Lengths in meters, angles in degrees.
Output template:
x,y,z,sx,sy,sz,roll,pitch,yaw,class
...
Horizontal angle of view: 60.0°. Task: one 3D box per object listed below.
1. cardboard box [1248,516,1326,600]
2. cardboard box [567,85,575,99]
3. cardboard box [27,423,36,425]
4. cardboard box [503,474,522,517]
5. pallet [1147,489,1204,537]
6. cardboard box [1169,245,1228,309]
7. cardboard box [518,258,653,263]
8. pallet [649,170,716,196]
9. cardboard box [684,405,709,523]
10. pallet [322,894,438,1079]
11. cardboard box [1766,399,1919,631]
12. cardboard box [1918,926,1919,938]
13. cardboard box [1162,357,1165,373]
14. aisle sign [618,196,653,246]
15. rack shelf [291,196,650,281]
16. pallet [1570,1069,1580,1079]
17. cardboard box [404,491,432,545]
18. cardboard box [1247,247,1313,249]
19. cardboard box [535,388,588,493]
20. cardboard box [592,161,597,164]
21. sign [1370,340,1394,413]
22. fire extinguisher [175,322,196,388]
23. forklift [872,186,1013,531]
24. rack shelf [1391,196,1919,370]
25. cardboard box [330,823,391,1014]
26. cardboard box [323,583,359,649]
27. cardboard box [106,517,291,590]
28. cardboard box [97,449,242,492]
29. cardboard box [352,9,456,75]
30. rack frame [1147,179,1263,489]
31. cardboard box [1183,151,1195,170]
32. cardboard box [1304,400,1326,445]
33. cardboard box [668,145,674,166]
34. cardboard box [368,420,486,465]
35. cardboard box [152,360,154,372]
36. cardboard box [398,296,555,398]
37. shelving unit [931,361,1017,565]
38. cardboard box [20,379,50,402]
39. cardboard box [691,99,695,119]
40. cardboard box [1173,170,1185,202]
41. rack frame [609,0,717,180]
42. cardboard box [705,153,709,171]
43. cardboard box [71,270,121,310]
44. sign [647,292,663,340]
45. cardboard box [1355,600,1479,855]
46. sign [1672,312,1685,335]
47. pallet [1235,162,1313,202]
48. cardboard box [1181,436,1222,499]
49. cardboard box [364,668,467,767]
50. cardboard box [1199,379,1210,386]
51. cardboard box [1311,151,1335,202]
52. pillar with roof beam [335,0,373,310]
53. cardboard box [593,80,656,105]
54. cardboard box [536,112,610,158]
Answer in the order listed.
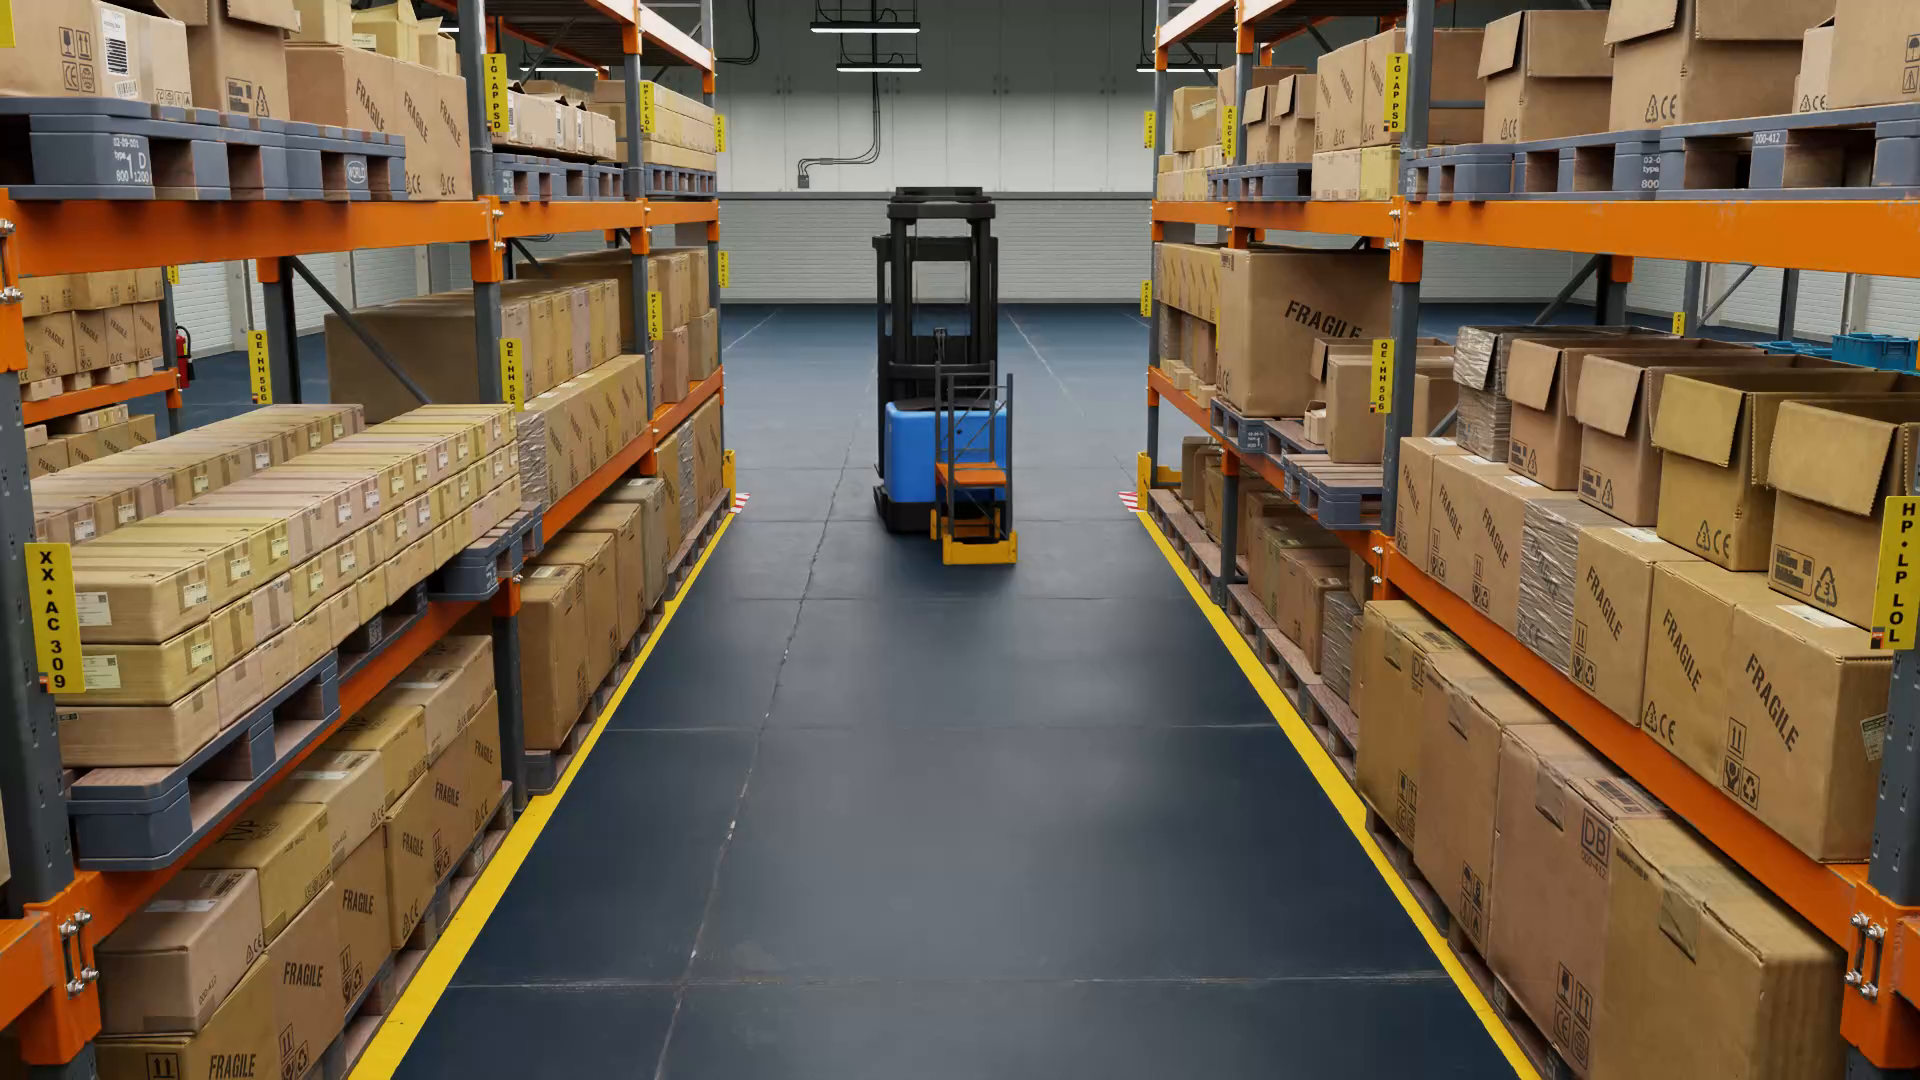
x,y,z,sx,sy,sz,roll,pitch,yaw,class
2.327,0.135,11.028,0.700,0.500,0.500,-1,12,-6,cardboard box
-2.961,-3.160,11.865,0.380,0.149,0.250,0,11,-1,cardboard box
-7.898,-0.706,13.969,0.500,0.500,0.500,-1,11,-3,cardboard box
-2.073,-0.187,7.013,0.380,0.149,0.250,0,11,0,cardboard box
2.236,-0.248,14.750,1.003,0.211,1.213,0,11,-1,pallet
2.007,-2.167,13.681,0.500,0.500,0.500,0,11,-1,cardboard box
-2.726,-1.781,12.200,0.875,0.550,0.550,0,11,-1,cardboard box
-2.682,-3.070,14.327,1.003,0.211,1.213,0,11,-1,pallet
-2.608,-0.646,13.987,0.875,0.875,0.875,0,11,-2,cardboard box
-2.506,1.563,5.823,1.003,0.211,1.213,0,11,-1,pallet
2.480,-0.073,4.102,0.797,0.503,0.637,-1,11,-3,cardboard box
2.175,0.777,3.315,0.380,0.149,0.250,0,11,-1,cardboard box
2.007,-1.561,14.840,0.380,0.149,0.250,0,11,-1,cardboard box
-3.009,-3.078,15.148,0.394,0.787,0.004,0,11,-1,aisle sign
-2.584,-1.716,9.237,1.077,0.370,4.000,0,11,-1,rack shelf
2.410,1.808,4.618,1.003,0.211,1.213,0,11,-1,pallet
-2.048,-0.076,5.719,0.380,0.149,0.250,0,11,0,cardboard box
2.538,-2.070,13.202,0.500,0.500,0.500,0,11,-1,cardboard box
-2.305,-0.541,8.932,0.500,0.500,0.500,0,11,-1,cardboard box
-2.980,-2.922,12.697,0.380,0.149,0.250,0,11,-2,cardboard box
1.876,-0.726,7.378,0.100,0.325,0.005,0,11,-1,sign
-7.196,-1.737,15.273,0.296,0.674,0.183,0,11,-1,fire extinguisher
-0.231,-1.756,15.341,1.130,2.935,3.031,-1,12,-6,forklift
2.460,-0.921,5.319,1.077,0.370,4.000,0,11,-1,rack shelf
-2.247,1.256,5.552,0.500,0.500,0.500,0,11,0,cardboard box
-2.031,0.226,4.975,0.380,0.149,0.250,-1,11,-4,cardboard box
-2.023,0.034,4.429,0.380,0.149,0.250,0,11,-1,cardboard box
-2.698,-0.221,5.684,0.380,0.149,0.250,0,11,1,cardboard box
-2.275,-2.016,6.729,0.396,0.266,0.258,0,11,-1,cardboard box
2.253,-1.791,15.344,1.000,3.000,0.127,0,11,-1,rack frame
2.020,-3.069,13.472,0.380,0.149,0.250,-1,11,-4,cardboard box
2.114,-0.671,9.106,0.396,0.266,0.258,-1,11,-3,cardboard box
-2.309,-2.822,12.206,0.380,0.149,0.250,0,11,-2,cardboard box
-2.066,-0.377,6.455,0.380,0.149,0.250,0,11,1,cardboard box
-7.433,-1.554,14.806,0.380,0.149,0.250,0,11,1,cardboard box
-2.567,-1.032,8.833,0.700,0.500,0.500,0,11,-2,cardboard box
0.101,-0.649,13.486,0.587,1.500,1.083,-1,12,-6,shelving unit
-7.275,-1.151,12.818,0.380,0.149,0.250,0,11,-1,cardboard box
-2.336,-3.465,13.370,0.380,0.149,0.250,0,11,-2,cardboard box
2.028,-2.890,13.593,0.500,0.250,0.500,0,11,-1,cardboard box
-2.708,-4.731,14.746,1.000,3.000,0.127,0,11,-1,rack frame
-2.352,-3.227,14.200,0.380,0.149,0.250,0,11,0,cardboard box
-7.310,-2.133,13.515,0.700,0.500,0.500,0,11,-2,cardboard box
-2.083,-1.529,11.337,0.100,0.325,0.005,0,11,-1,sign
2.412,0.772,6.998,1.225,0.875,0.875,-1,11,-4,cardboard box
6.655,-1.946,15.410,0.100,0.325,0.005,0,11,-1,sign
2.266,-2.045,9.522,1.213,0.211,1.003,0,11,-1,pallet
2.249,-0.648,14.939,0.500,0.500,0.500,2,12,9,cardboard box
-2.245,0.686,6.477,0.500,0.250,0.500,0,11,0,cardboard box
2.061,-1.163,12.880,0.380,0.149,0.250,0,11,-1,cardboard box
2.132,-1.889,8.661,0.500,0.250,0.500,0,11,0,cardboard box
-9.696,-9.316,37.345,9.100,9.000,0.548,0,11,-1,pillar with roof beam
-2.293,-3.062,11.383,0.380,0.149,0.250,0,11,-1,cardboard box
-2.380,-2.403,9.883,0.500,0.250,0.500,0,11,-2,cardboard box
